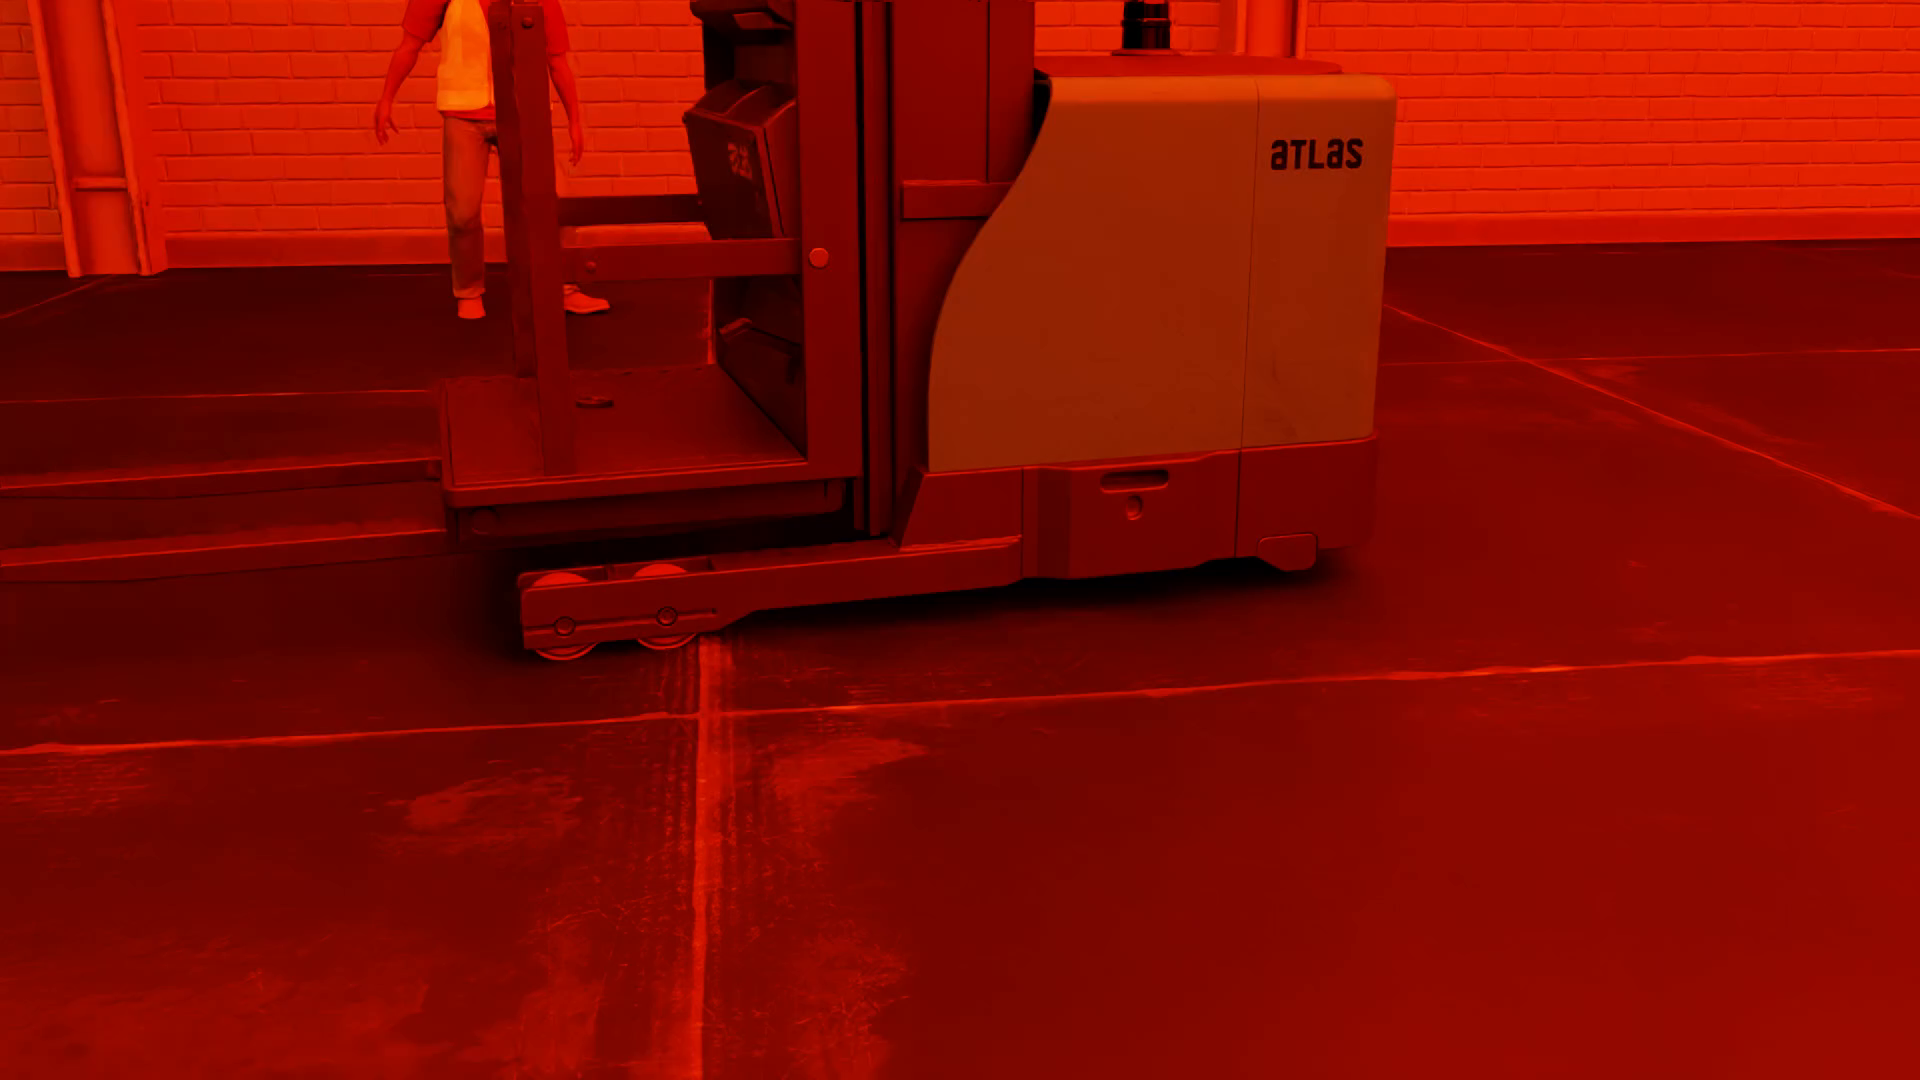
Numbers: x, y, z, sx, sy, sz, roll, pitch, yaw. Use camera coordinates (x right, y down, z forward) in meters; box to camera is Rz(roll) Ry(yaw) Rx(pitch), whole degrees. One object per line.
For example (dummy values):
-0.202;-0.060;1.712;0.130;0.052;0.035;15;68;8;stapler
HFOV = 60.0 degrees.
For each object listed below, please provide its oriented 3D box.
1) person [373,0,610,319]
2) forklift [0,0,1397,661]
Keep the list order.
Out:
-1.976;-1.764;6.947;0.902;1.741;0.487;-5;17;-16;person
-0.648;-1.342;3.338;3.031;2.935;1.130;-5;18;-17;forklift
